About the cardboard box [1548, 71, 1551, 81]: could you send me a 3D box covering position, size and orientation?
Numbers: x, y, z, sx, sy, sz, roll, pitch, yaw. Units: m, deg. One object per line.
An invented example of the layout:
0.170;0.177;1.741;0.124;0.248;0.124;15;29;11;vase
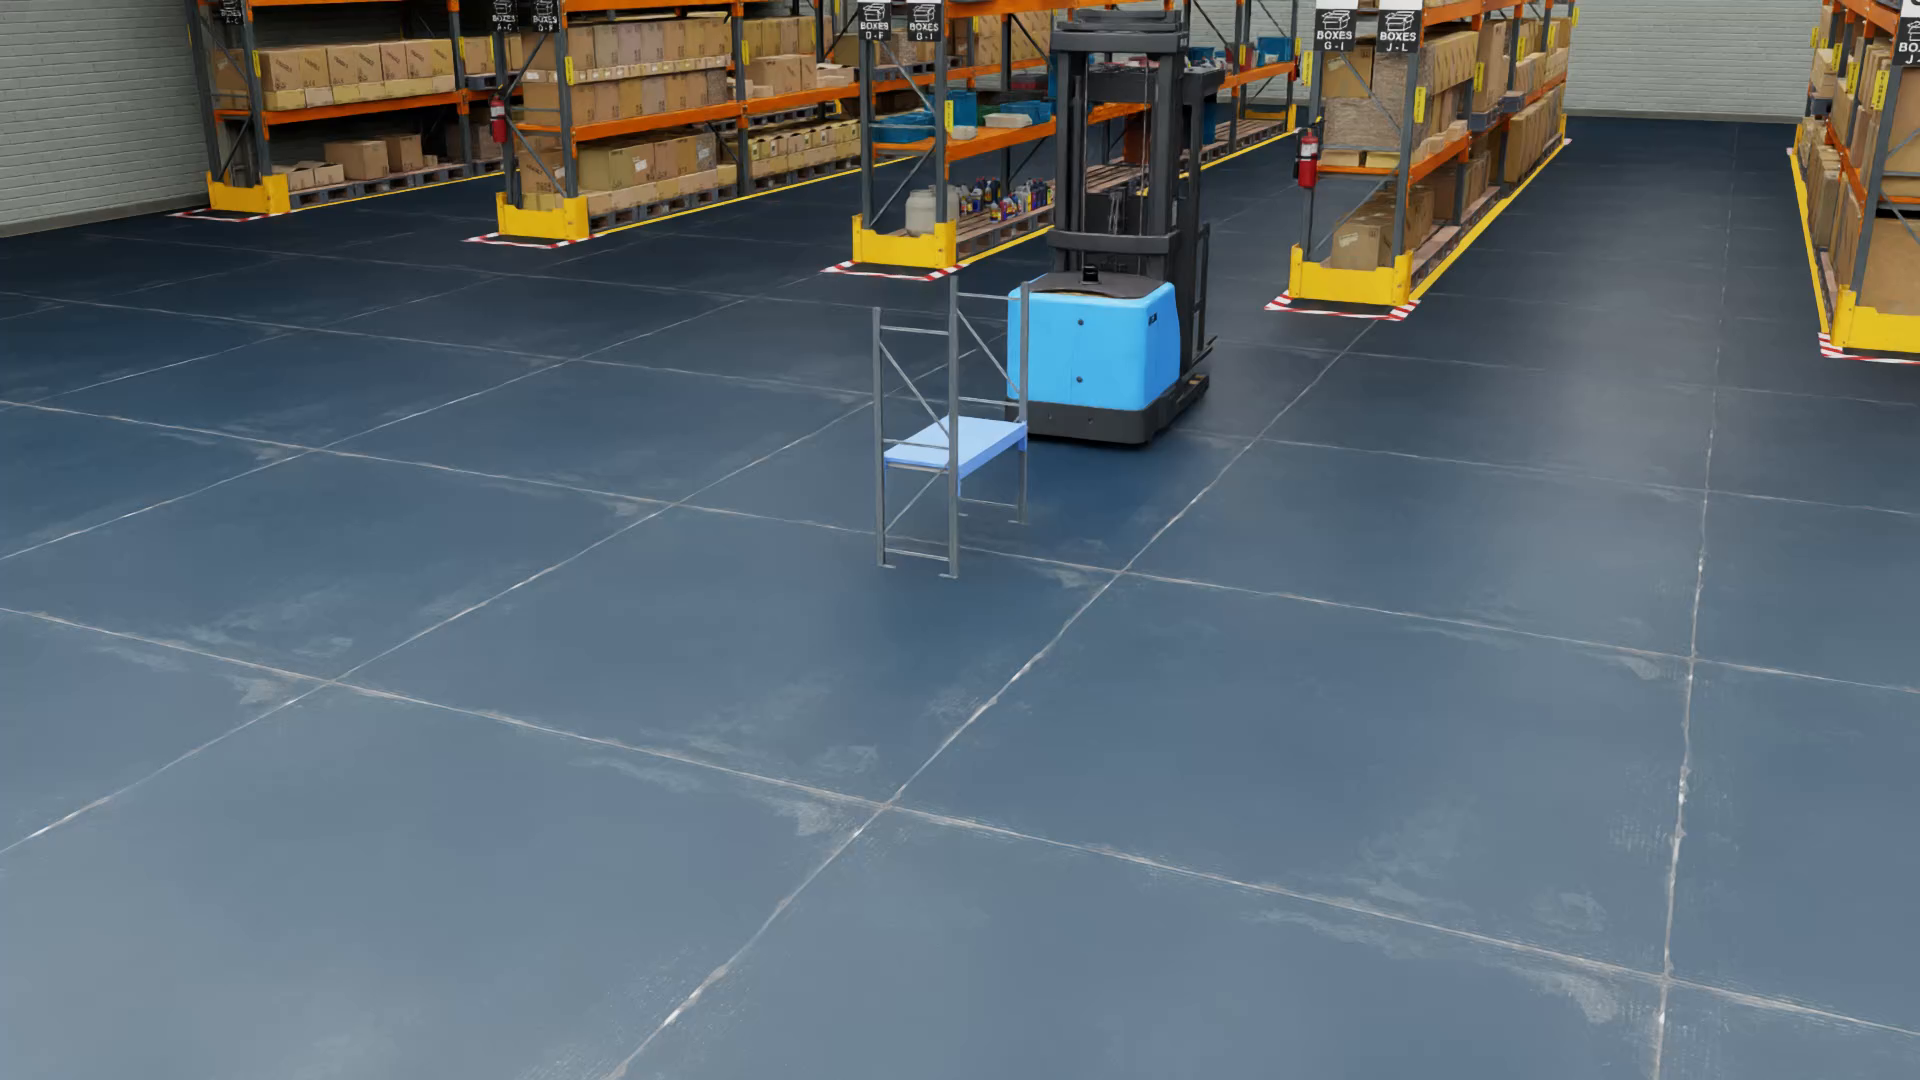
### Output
9.454;-7.590;27.208;0.380;0.149;0.250;9;22;24;cardboard box

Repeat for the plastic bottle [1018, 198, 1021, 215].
0.714;-4.142;20.660;0.097;0.201;0.097;0;20;0;plastic bottle

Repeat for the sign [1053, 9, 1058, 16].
1.914;-10.698;33.373;0.100;0.325;0.005;9;21;23;sign

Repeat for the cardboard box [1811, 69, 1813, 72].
14.504;-7.841;27.916;0.380;0.149;0.250;8;21;22;cardboard box

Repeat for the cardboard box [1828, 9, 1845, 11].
13.673;-7.943;25.743;0.500;0.500;0.500;9;22;24;cardboard box

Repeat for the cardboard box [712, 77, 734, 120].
-4.890;-8.510;32.002;0.750;0.750;0.750;9;21;23;cardboard box

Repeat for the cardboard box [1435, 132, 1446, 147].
5.091;-4.376;18.171;0.380;0.149;0.250;9;21;23;cardboard box

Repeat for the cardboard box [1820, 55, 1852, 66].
11.974;-6.536;22.730;0.380;0.149;0.250;10;22;25;cardboard box

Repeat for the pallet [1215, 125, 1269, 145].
5.060;-7.473;30.666;1.003;0.211;1.213;9;21;23;pallet

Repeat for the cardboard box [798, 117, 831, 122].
-2.342;-6.687;26.934;0.500;0.311;0.500;9;22;25;cardboard box

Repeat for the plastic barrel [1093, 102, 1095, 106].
1.612;-6.063;22.337;0.433;0.535;0.433;0;20;0;plastic barrel

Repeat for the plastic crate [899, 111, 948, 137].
-0.415;-4.835;19.311;0.499;0.251;0.408;9;21;23;plastic crate

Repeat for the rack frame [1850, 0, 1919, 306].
8.384;-3.123;14.272;1.000;3.000;0.127;9;21;23;rack frame

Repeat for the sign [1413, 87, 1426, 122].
4.395;-4.168;15.919;0.100;0.325;0.005;9;21;23;sign

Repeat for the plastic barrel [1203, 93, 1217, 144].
4.057;-7.227;28.319;0.600;0.901;0.708;9;21;23;plastic barrel

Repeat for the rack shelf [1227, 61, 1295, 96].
5.115;-8.454;30.339;1.077;0.370;4.000;9;21;23;rack shelf

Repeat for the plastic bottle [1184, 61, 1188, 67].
3.573;-7.476;26.587;0.144;0.351;0.185;9;21;23;plastic bottle

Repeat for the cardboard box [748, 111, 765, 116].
-4.343;-8.776;33.273;0.700;0.500;0.500;9;21;23;cardboard box

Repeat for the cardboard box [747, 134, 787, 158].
-2.892;-5.828;24.520;0.500;0.311;0.500;8;21;22;cardboard box

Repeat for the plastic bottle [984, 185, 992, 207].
0.361;-4.408;21.301;0.097;0.271;0.097;0;20;0;plastic bottle

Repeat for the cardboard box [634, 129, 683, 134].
-4.171;-5.420;23.091;0.500;0.500;0.500;9;21;23;cardboard box

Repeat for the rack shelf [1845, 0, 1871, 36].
10.841;-6.031;19.048;1.077;0.370;4.000;9;21;23;rack shelf

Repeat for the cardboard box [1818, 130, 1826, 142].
12.120;-5.496;22.930;0.500;0.250;0.500;9;22;24;cardboard box

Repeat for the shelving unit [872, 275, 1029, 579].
-0.035;-0.681;9.644;0.538;1.500;1.048;9;21;23;shelving unit

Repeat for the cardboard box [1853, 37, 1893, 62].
11.467;-5.950;20.583;0.700;0.500;0.500;8;21;22;cardboard box

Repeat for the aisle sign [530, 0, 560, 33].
-4.883;-6.357;19.488;0.394;0.787;0.004;9;21;23;aisle sign

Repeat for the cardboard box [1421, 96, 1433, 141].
4.490;-4.502;17.558;0.875;0.500;0.500;9;21;23;cardboard box

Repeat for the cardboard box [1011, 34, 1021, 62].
0.856;-9.494;32.038;0.500;0.500;0.500;8;21;22;cardboard box

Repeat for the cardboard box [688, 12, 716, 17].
-4.919;-9.758;31.190;0.500;0.250;0.500;9;21;24;cardboard box

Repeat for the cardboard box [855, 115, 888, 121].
-1.413;-6.769;27.601;0.500;0.500;0.500;10;22;25;cardboard box

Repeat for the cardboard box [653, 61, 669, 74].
-4.041;-6.188;21.774;0.380;0.149;0.250;9;22;24;cardboard box

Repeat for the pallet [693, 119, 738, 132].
-4.990;-7.981;32.096;1.003;0.211;1.213;9;21;23;pallet

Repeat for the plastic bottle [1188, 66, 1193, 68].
3.698;-7.413;26.521;0.152;0.276;0.135;9;21;23;plastic bottle

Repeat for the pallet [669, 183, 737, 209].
-3.862;-4.866;23.336;1.003;0.211;1.213;9;21;23;pallet

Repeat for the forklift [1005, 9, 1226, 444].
1.336;-2.512;12.658;1.130;2.935;3.031;8;21;20;forklift

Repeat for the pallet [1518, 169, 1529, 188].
8.069;-5.568;25.310;1.003;0.211;1.213;9;21;23;pallet

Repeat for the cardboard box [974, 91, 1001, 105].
0.543;-8.469;32.375;0.797;0.503;0.637;9;21;23;cardboard box

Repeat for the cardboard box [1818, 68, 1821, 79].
11.867;-6.316;22.557;0.380;0.149;0.250;8;21;22;cardboard box

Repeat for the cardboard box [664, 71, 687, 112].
-4.093;-6.013;22.250;0.700;0.500;0.500;9;21;24;cardboard box

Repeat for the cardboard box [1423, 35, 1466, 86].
5.196;-5.234;18.125;0.500;0.500;0.500;9;21;23;cardboard box

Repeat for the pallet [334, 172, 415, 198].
-8.760;-5.198;24.269;1.003;0.211;1.213;9;21;23;pallet

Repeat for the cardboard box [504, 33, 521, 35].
-7.054;-8.044;27.305;0.700;0.500;0.500;9;21;23;cardboard box

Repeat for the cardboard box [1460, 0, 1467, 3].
5.163;-5.910;17.856;0.500;0.250;0.500;8;21;22;cardboard box

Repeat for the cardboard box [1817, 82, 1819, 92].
11.756;-6.092;22.369;0.380;0.149;0.250;8;21;22;cardboard box

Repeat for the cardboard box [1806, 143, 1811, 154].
13.236;-6.010;25.576;0.380;0.149;0.250;7;21;20;cardboard box

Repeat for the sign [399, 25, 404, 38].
-8.526;-7.716;25.462;0.100;0.325;0.005;9;21;23;sign

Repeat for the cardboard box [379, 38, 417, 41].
-8.402;-7.273;25.017;0.500;0.500;0.500;8;21;21;cardboard box

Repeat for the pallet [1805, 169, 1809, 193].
12.980;-5.239;24.385;1.003;0.211;1.213;9;21;23;pallet

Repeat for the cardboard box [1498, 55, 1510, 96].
6.854;-6.170;22.064;0.700;0.500;0.500;12;23;31;cardboard box

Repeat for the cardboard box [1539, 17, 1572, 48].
10.492;-8.963;29.356;0.500;0.500;0.500;9;21;23;cardboard box

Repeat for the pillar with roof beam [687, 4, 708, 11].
-1.318;-12.110;30.590;9.100;9.000;0.400;9;21;23;pillar with roof beam

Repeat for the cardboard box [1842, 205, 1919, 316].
8.601;-2.536;15.167;0.875;0.875;0.875;9;21;23;cardboard box

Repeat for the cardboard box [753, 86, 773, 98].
-2.948;-6.542;24.261;0.380;0.149;0.250;9;21;23;cardboard box

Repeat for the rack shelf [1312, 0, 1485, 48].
4.719;-5.520;17.610;1.077;0.370;4.000;9;21;23;rack shelf

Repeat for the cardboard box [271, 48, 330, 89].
-8.975;-6.420;22.618;0.500;0.500;0.500;9;21;23;cardboard box

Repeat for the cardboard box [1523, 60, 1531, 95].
8.039;-6.753;24.332;0.500;0.500;0.500;8;21;22;cardboard box

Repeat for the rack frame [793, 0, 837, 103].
-3.105;-10.764;35.760;1.000;3.000;0.127;9;21;23;rack frame

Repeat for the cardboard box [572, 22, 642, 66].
-4.495;-6.326;21.194;0.700;0.500;0.500;9;21;23;cardboard box
